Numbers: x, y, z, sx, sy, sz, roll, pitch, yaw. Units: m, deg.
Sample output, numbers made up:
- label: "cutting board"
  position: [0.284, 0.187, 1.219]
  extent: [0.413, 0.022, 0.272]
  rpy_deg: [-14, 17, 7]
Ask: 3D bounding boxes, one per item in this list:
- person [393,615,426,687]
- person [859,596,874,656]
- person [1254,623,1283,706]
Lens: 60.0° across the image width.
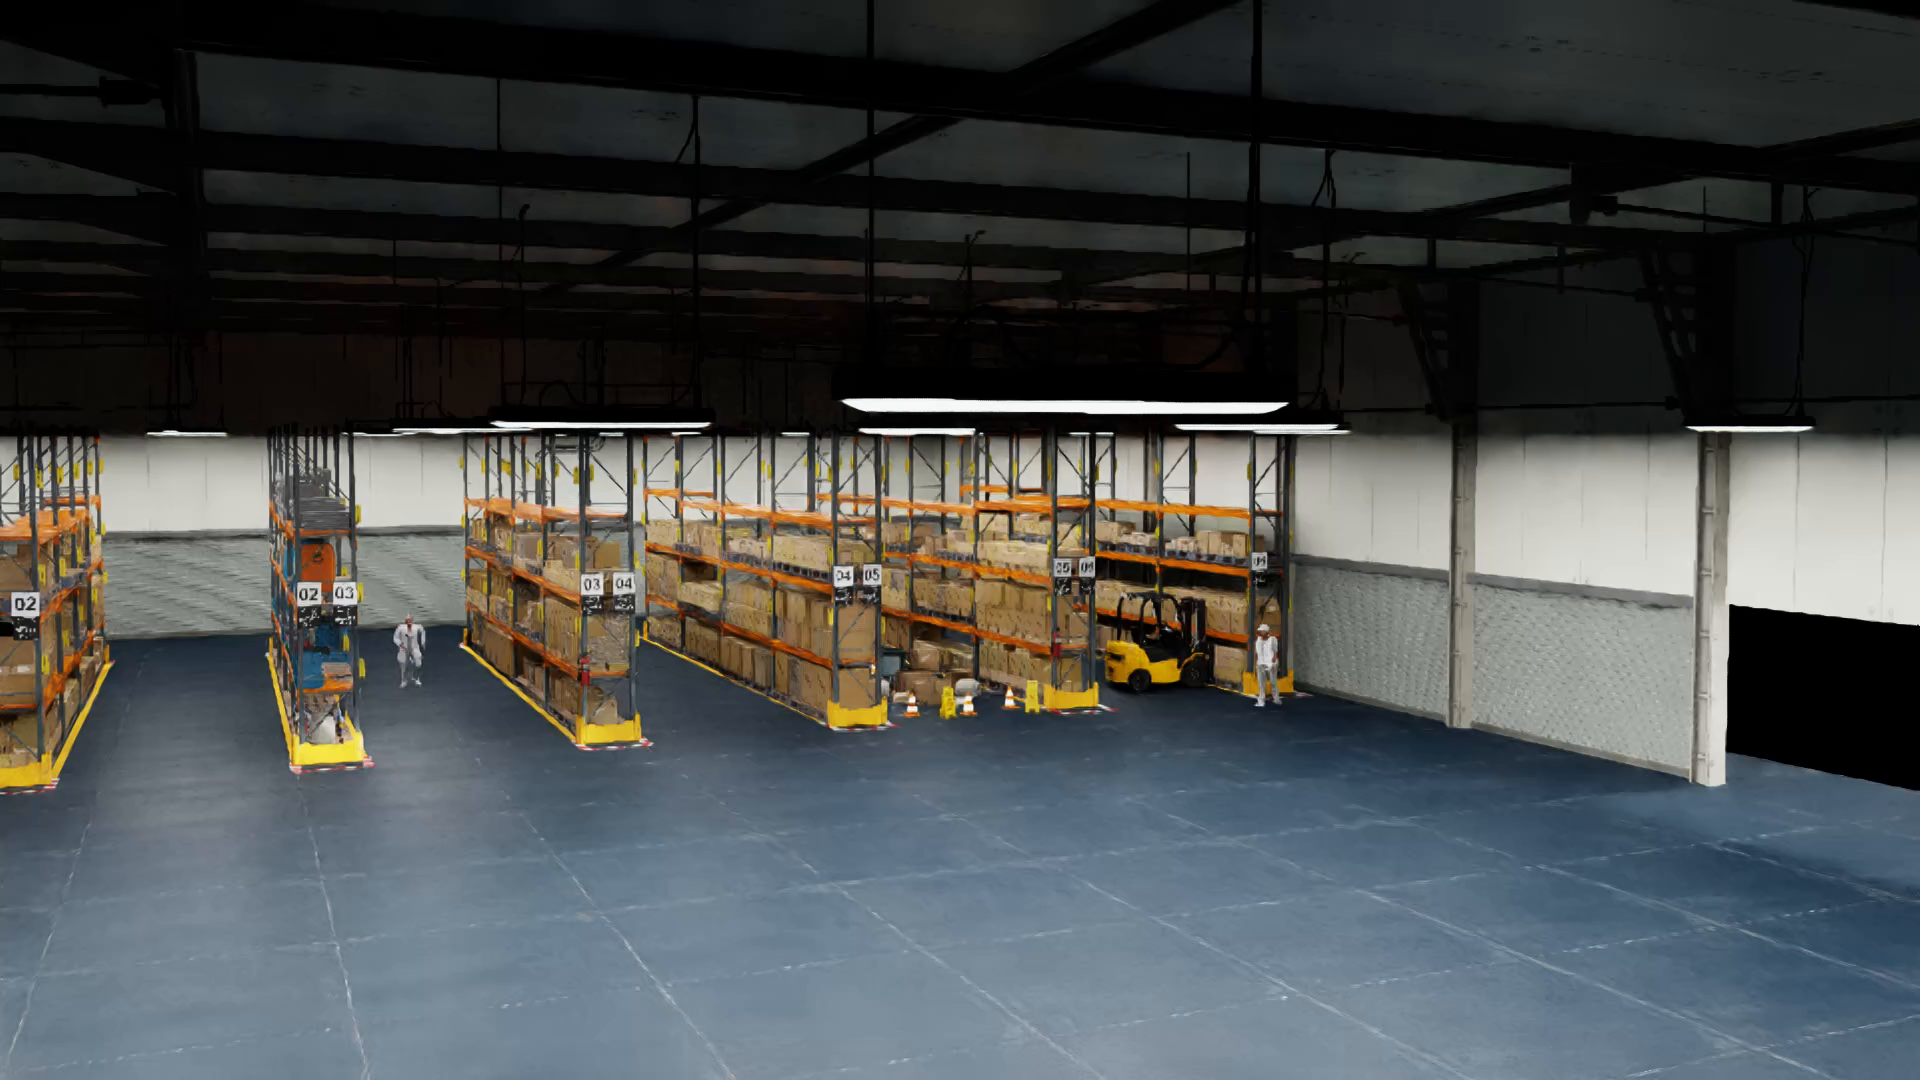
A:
- label: "person"
  position: [-12.621, 2.513, 38.146]
  extent: [0.718, 1.638, 0.834]
  rpy_deg: [-1, 4, -19]
- label: "person"
  position: [-2.503, 2.259, 42.952]
  extent: [0.567, 1.657, 0.611]
  rpy_deg: [0, 3, -3]
- label: "person"
  position: [6.572, 2.668, 35.584]
  extent: [0.567, 1.783, 0.714]
  rpy_deg: [3, 4, 38]
